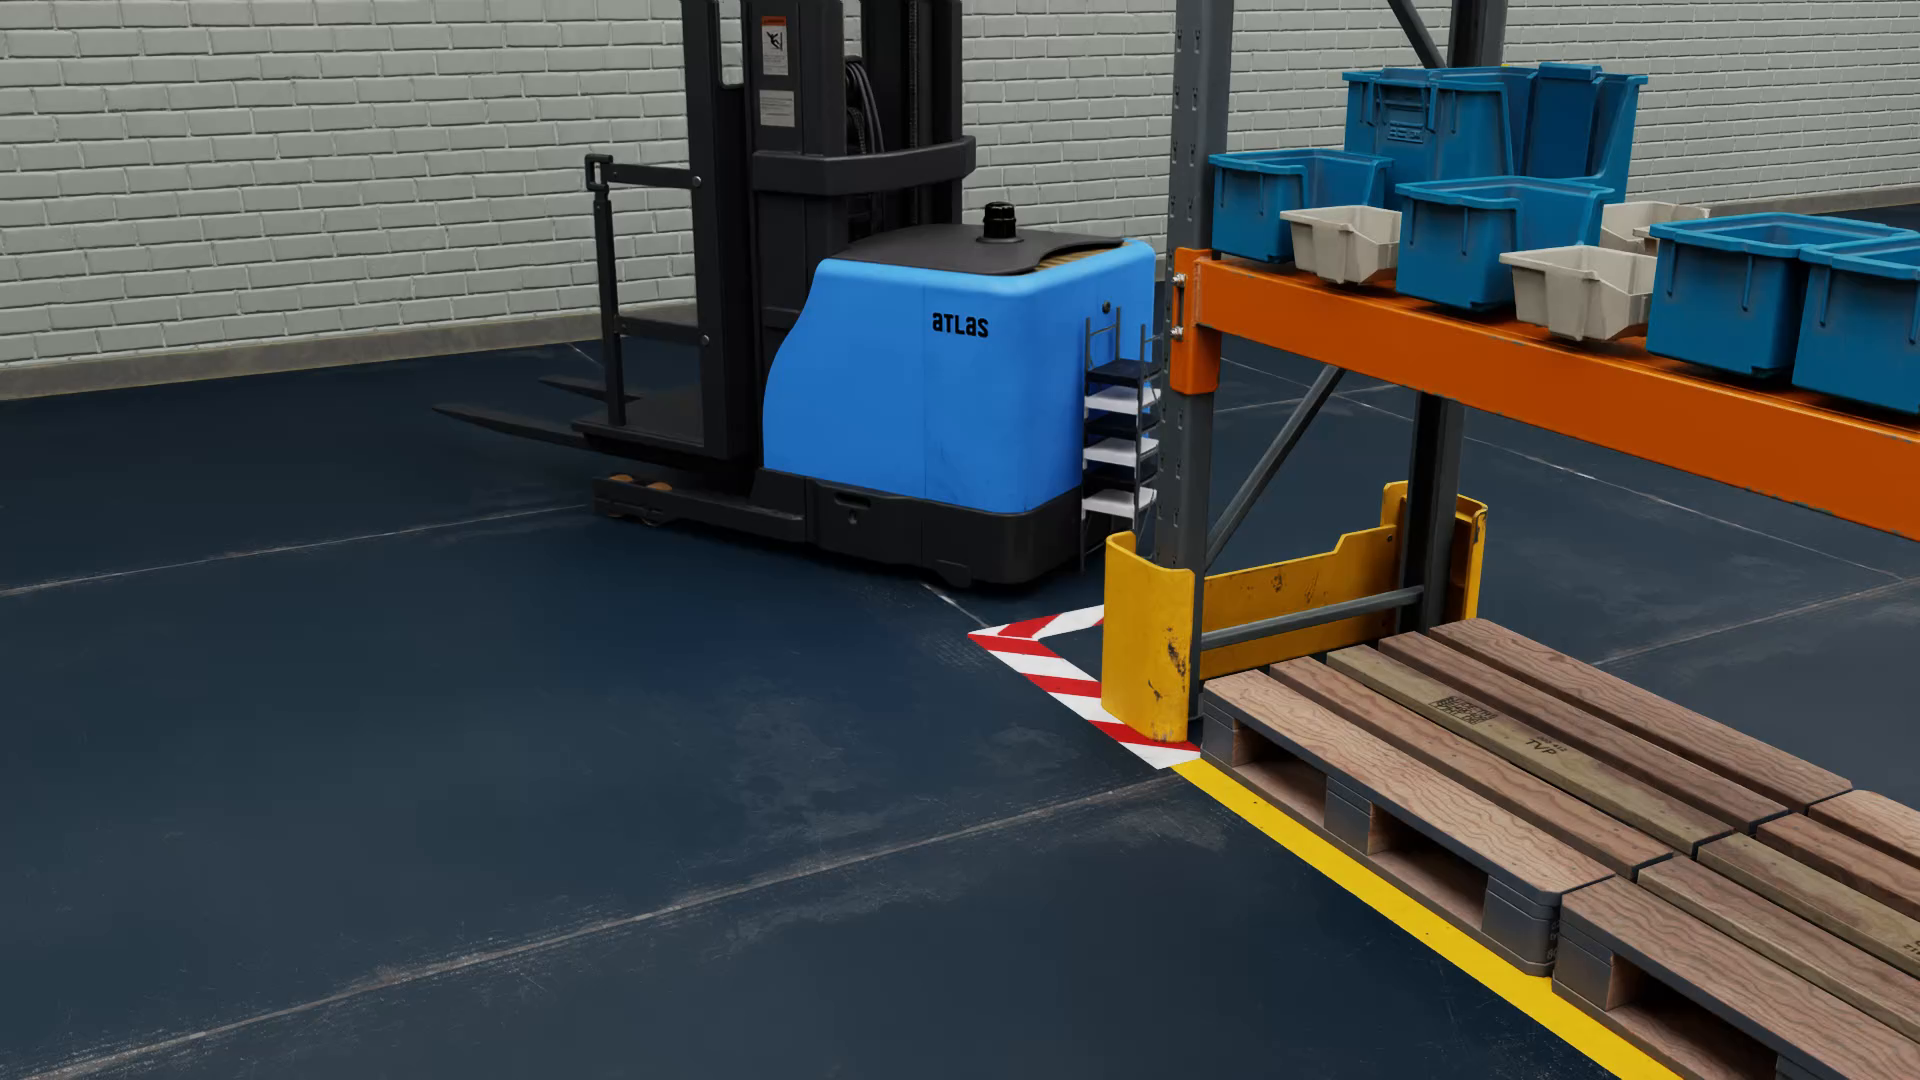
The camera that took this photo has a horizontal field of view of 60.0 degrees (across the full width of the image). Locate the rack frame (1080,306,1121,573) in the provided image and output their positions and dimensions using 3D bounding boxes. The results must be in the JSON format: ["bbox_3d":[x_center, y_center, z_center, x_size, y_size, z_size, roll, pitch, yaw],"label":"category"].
[{"bbox_3d":[0.484,-0.342,5.743,0.006,0.900,0.240,12,22,31],"label":"rack frame"}]

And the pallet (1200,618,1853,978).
[{"bbox_3d":[1.357,0.570,4.155,1.003,0.211,1.213,-10,21,-27],"label":"pallet"}]

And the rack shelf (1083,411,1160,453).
[{"bbox_3d":[0.570,-0.378,5.672,0.200,0.077,0.258,12,22,31],"label":"rack shelf"}]

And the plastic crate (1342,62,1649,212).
[{"bbox_3d":[1.323,-0.969,4.194,0.616,0.435,0.499,-10,21,-27],"label":"plastic crate"}]

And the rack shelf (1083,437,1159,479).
[{"bbox_3d":[0.570,-0.293,5.702,0.200,0.077,0.258,12,22,31],"label":"rack shelf"}]

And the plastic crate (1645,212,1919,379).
[{"bbox_3d":[1.452,-0.440,2.973,0.416,0.233,0.300,-10,21,-27],"label":"plastic crate"}]

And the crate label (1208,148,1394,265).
[{"bbox_3d":[0.827,-0.818,4.068,0.416,0.233,0.303,-10,21,-27],"label":"crate label"}]

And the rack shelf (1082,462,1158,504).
[{"bbox_3d":[0.570,-0.207,5.731,0.200,0.077,0.258,12,22,31],"label":"rack shelf"}]

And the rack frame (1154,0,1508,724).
[{"bbox_3d":[0.999,-0.991,4.404,1.000,3.000,0.127,-10,21,-27],"label":"rack frame"}]

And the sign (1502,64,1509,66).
[{"bbox_3d":[1.476,-1.158,4.638,0.100,0.325,0.005,-10,21,-27],"label":"sign"}]

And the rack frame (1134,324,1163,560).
[{"bbox_3d":[0.655,-0.306,5.639,0.006,0.900,0.240,12,22,31],"label":"rack frame"}]

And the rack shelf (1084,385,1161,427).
[{"bbox_3d":[0.570,-0.463,5.643,0.200,0.077,0.258,12,22,31],"label":"rack shelf"}]

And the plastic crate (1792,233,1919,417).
[{"bbox_3d":[1.594,-0.354,2.723,0.416,0.233,0.300,-10,21,-27],"label":"plastic crate"}]

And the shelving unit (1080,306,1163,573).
[{"bbox_3d":[0.570,-0.324,5.691,0.210,0.900,0.258,12,22,31],"label":"shelving unit"}]

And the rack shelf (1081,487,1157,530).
[{"bbox_3d":[0.570,-0.122,5.760,0.200,0.077,0.258,12,22,31],"label":"rack shelf"}]

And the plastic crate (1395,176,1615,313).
[{"bbox_3d":[1.139,-0.629,3.521,0.416,0.233,0.300,-10,21,-27],"label":"plastic crate"}]

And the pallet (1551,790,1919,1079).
[{"bbox_3d":[1.932,0.920,3.142,1.003,0.211,1.213,-10,21,-27],"label":"pallet"}]

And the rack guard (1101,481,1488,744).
[{"bbox_3d":[0.976,0.186,4.826,1.175,0.500,0.348,-10,21,-27],"label":"rack guard"}]

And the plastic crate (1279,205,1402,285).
[{"bbox_3d":[0.906,-0.668,3.780,0.250,0.136,0.298,-10,21,-27],"label":"plastic crate"}]

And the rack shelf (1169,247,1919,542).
[{"bbox_3d":[1.949,-0.077,2.857,1.077,0.370,4.000,-10,21,-27],"label":"rack shelf"}]

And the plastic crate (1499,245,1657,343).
[{"bbox_3d":[1.228,-0.473,3.216,0.250,0.136,0.298,-10,21,-27],"label":"plastic crate"}]

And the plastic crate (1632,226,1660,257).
[{"bbox_3d":[1.671,-0.603,3.592,0.396,0.136,0.243,-10,21,-27],"label":"plastic crate"}]

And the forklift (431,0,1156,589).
[{"bbox_3d":[-0.804,-1.568,6.182,3.031,2.935,1.130,12,22,31],"label":"forklift"}]

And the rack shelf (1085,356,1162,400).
[{"bbox_3d":[0.570,-0.548,5.614,0.200,0.077,0.258,12,22,31],"label":"rack shelf"}]

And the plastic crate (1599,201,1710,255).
[{"bbox_3d":[1.546,-0.688,3.840,0.396,0.136,0.243,-10,21,-27],"label":"plastic crate"}]
